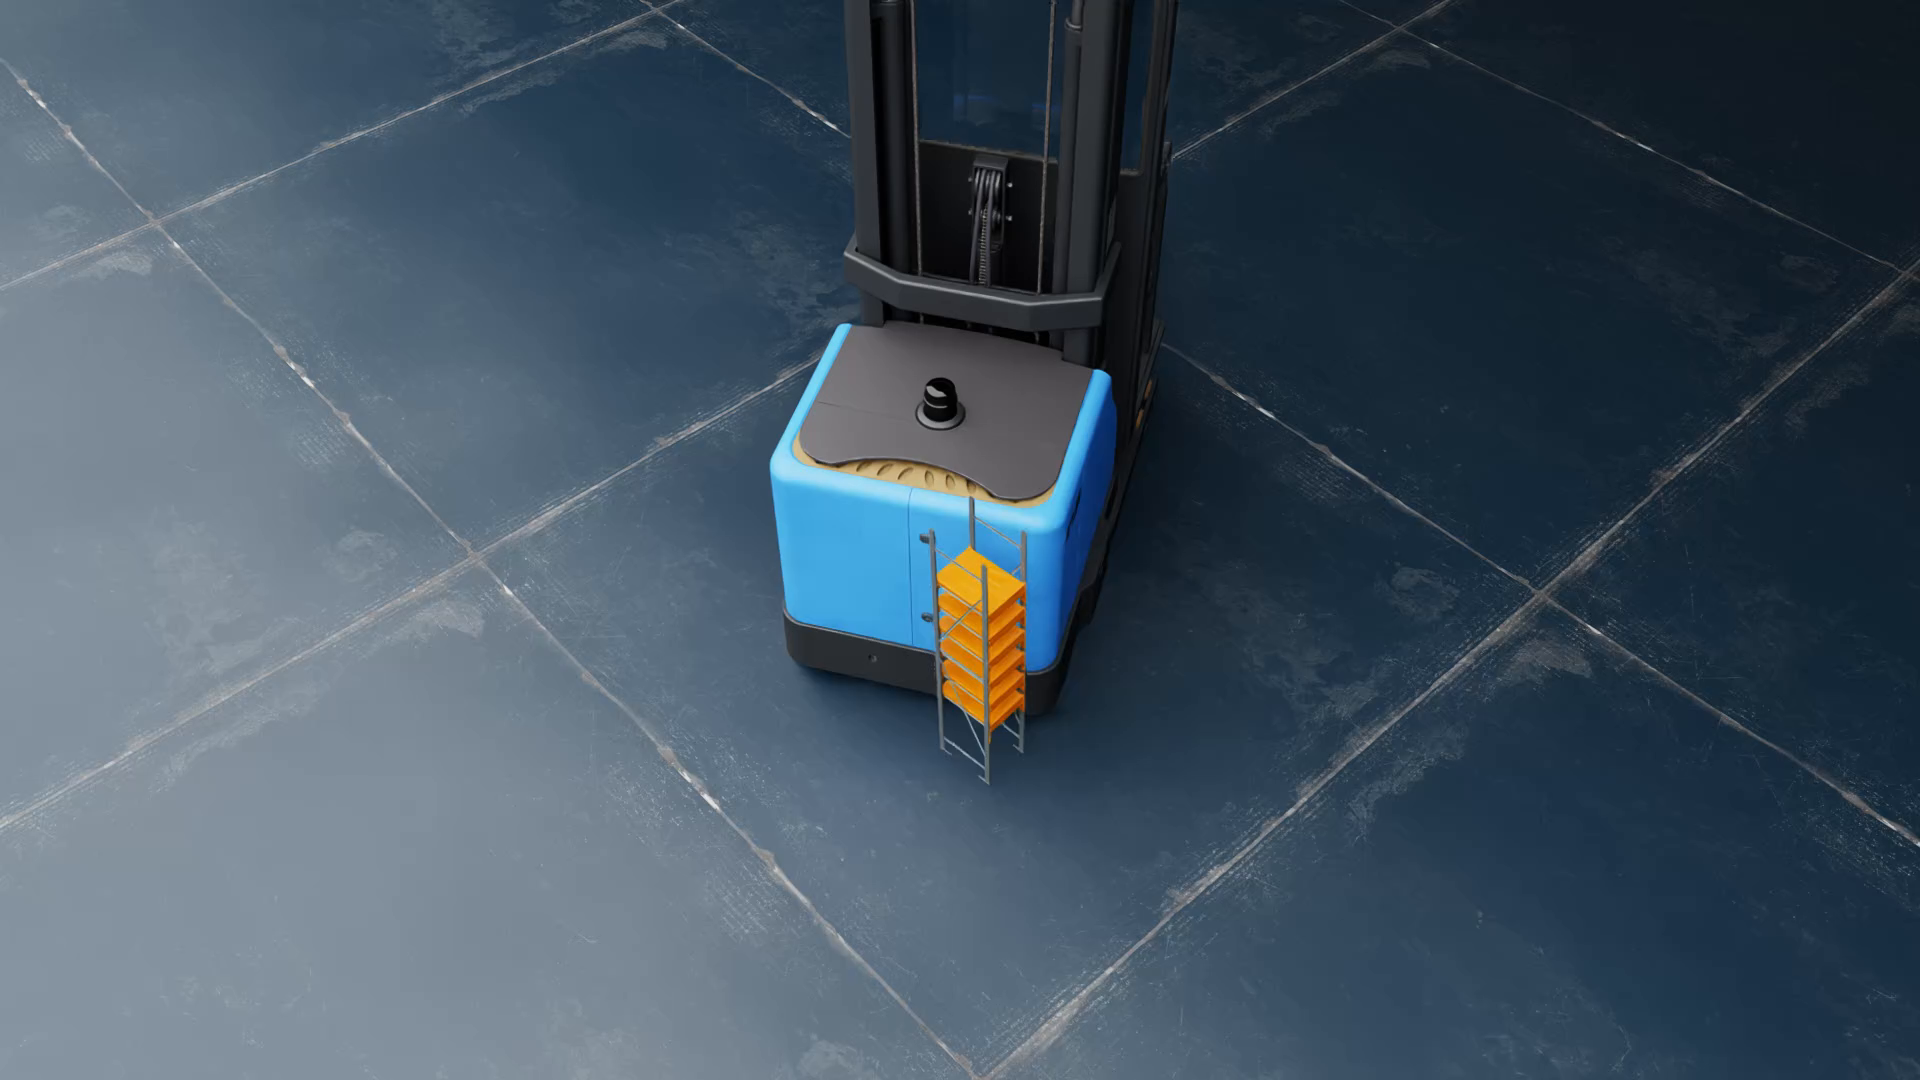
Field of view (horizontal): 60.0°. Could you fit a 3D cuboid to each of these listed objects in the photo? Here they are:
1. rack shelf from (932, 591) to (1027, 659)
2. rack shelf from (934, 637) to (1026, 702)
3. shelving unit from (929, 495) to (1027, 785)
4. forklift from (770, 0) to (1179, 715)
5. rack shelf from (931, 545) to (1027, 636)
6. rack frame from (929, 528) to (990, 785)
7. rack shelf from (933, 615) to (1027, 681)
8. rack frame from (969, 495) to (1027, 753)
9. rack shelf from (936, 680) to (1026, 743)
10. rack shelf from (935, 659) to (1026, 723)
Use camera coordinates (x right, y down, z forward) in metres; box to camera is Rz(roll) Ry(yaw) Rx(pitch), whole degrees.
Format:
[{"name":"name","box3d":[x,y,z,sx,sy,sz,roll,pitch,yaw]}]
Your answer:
[{"name":"rack shelf","box3d":[0.063,0.239,5.443,0.258,0.103,0.180,34,58,27]},{"name":"rack shelf","box3d":[0.068,0.398,5.623,0.258,0.103,0.180,34,58,27]},{"name":"shelving unit","box3d":[0.067,0.368,5.590,0.258,1.200,0.189,34,58,27]},{"name":"forklift","box3d":[0.234,-1.464,6.106,1.130,2.935,3.031,12,48,10]},{"name":"rack shelf","box3d":[0.061,0.160,5.353,0.258,0.103,0.180,34,58,27]},{"name":"rack frame","box3d":[0.006,0.420,5.547,0.240,1.200,0.006,34,58,27]},{"name":"rack shelf","box3d":[0.066,0.318,5.533,0.258,0.103,0.180,34,58,27]},{"name":"rack frame","box3d":[0.129,0.317,5.634,0.240,1.200,0.006,34,58,27]},{"name":"rack shelf","box3d":[0.073,0.556,5.803,0.258,0.103,0.180,34,58,27]},{"name":"rack shelf","box3d":[0.071,0.477,5.713,0.258,0.103,0.180,34,58,27]}]
